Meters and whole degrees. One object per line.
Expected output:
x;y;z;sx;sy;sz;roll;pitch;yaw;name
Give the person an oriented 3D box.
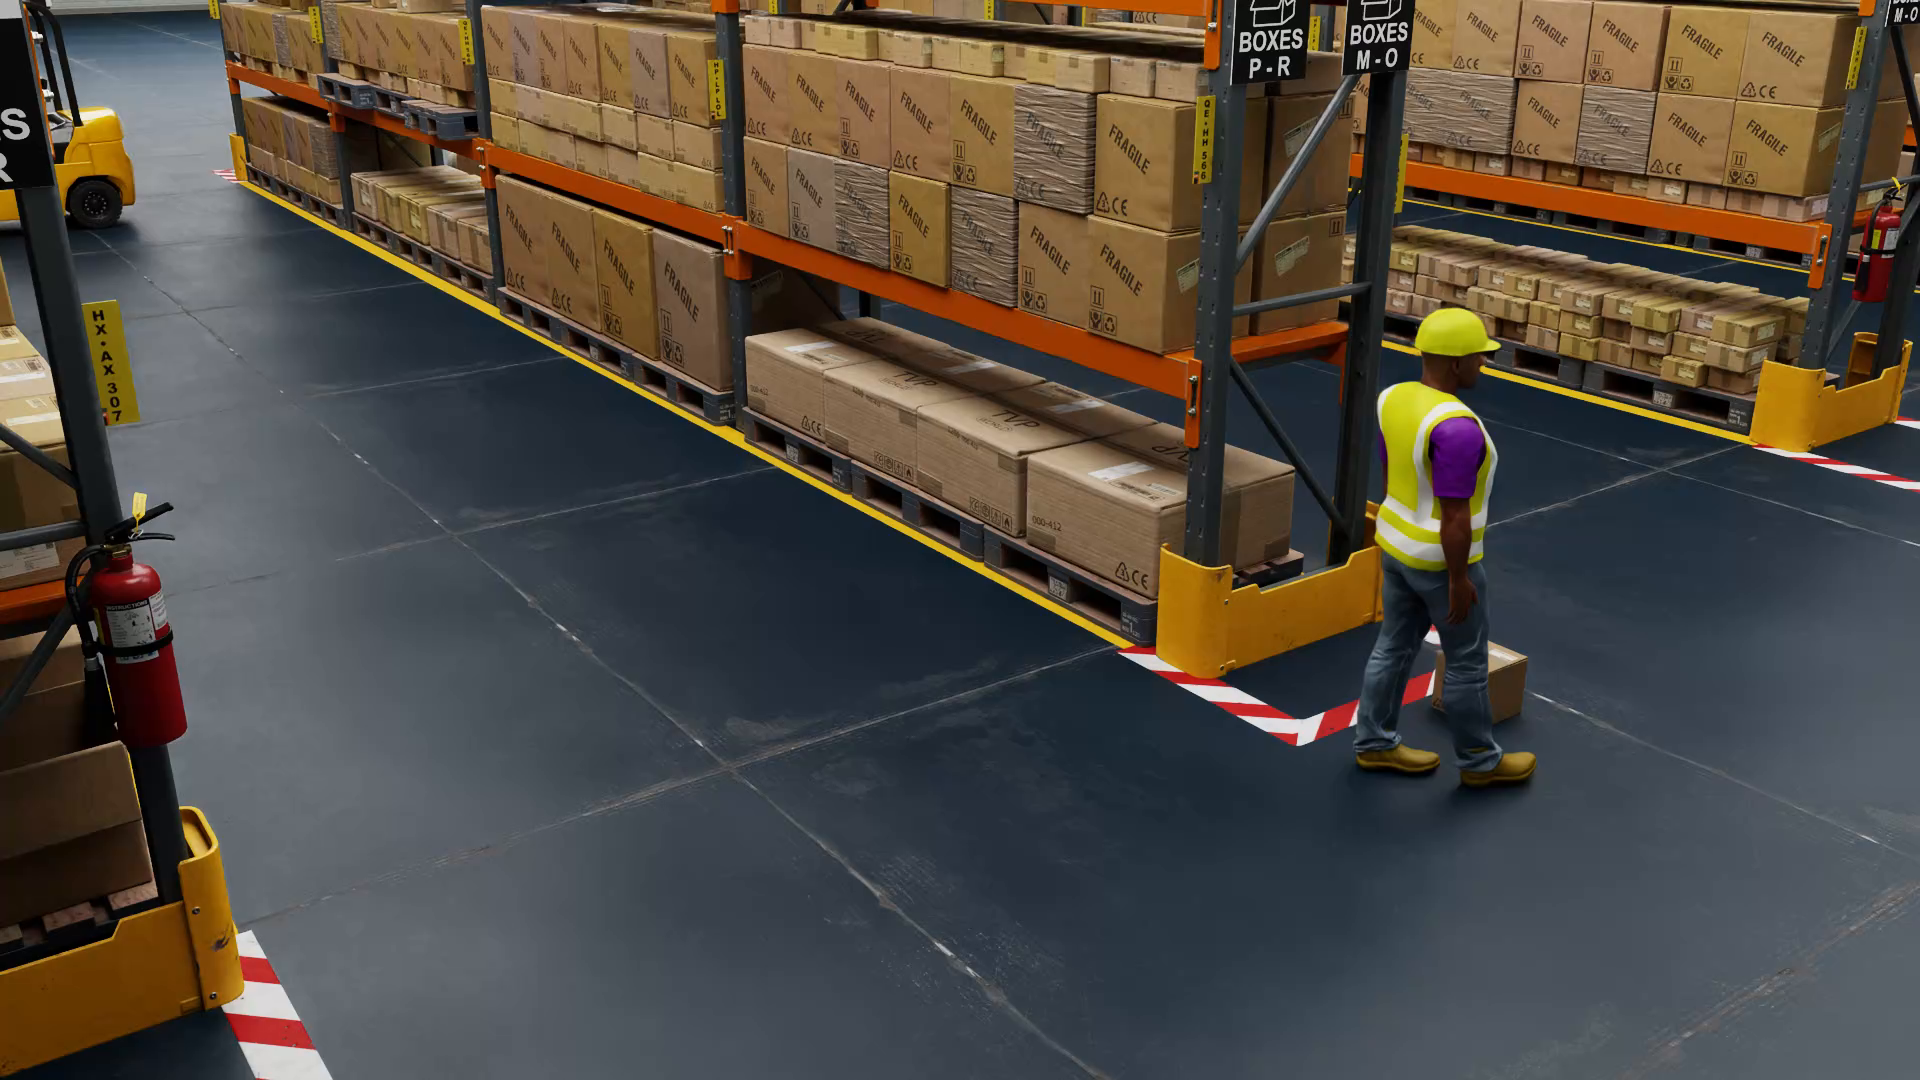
1.804;0.031;5.964;0.634;1.762;0.572;-5;22;-14;person
